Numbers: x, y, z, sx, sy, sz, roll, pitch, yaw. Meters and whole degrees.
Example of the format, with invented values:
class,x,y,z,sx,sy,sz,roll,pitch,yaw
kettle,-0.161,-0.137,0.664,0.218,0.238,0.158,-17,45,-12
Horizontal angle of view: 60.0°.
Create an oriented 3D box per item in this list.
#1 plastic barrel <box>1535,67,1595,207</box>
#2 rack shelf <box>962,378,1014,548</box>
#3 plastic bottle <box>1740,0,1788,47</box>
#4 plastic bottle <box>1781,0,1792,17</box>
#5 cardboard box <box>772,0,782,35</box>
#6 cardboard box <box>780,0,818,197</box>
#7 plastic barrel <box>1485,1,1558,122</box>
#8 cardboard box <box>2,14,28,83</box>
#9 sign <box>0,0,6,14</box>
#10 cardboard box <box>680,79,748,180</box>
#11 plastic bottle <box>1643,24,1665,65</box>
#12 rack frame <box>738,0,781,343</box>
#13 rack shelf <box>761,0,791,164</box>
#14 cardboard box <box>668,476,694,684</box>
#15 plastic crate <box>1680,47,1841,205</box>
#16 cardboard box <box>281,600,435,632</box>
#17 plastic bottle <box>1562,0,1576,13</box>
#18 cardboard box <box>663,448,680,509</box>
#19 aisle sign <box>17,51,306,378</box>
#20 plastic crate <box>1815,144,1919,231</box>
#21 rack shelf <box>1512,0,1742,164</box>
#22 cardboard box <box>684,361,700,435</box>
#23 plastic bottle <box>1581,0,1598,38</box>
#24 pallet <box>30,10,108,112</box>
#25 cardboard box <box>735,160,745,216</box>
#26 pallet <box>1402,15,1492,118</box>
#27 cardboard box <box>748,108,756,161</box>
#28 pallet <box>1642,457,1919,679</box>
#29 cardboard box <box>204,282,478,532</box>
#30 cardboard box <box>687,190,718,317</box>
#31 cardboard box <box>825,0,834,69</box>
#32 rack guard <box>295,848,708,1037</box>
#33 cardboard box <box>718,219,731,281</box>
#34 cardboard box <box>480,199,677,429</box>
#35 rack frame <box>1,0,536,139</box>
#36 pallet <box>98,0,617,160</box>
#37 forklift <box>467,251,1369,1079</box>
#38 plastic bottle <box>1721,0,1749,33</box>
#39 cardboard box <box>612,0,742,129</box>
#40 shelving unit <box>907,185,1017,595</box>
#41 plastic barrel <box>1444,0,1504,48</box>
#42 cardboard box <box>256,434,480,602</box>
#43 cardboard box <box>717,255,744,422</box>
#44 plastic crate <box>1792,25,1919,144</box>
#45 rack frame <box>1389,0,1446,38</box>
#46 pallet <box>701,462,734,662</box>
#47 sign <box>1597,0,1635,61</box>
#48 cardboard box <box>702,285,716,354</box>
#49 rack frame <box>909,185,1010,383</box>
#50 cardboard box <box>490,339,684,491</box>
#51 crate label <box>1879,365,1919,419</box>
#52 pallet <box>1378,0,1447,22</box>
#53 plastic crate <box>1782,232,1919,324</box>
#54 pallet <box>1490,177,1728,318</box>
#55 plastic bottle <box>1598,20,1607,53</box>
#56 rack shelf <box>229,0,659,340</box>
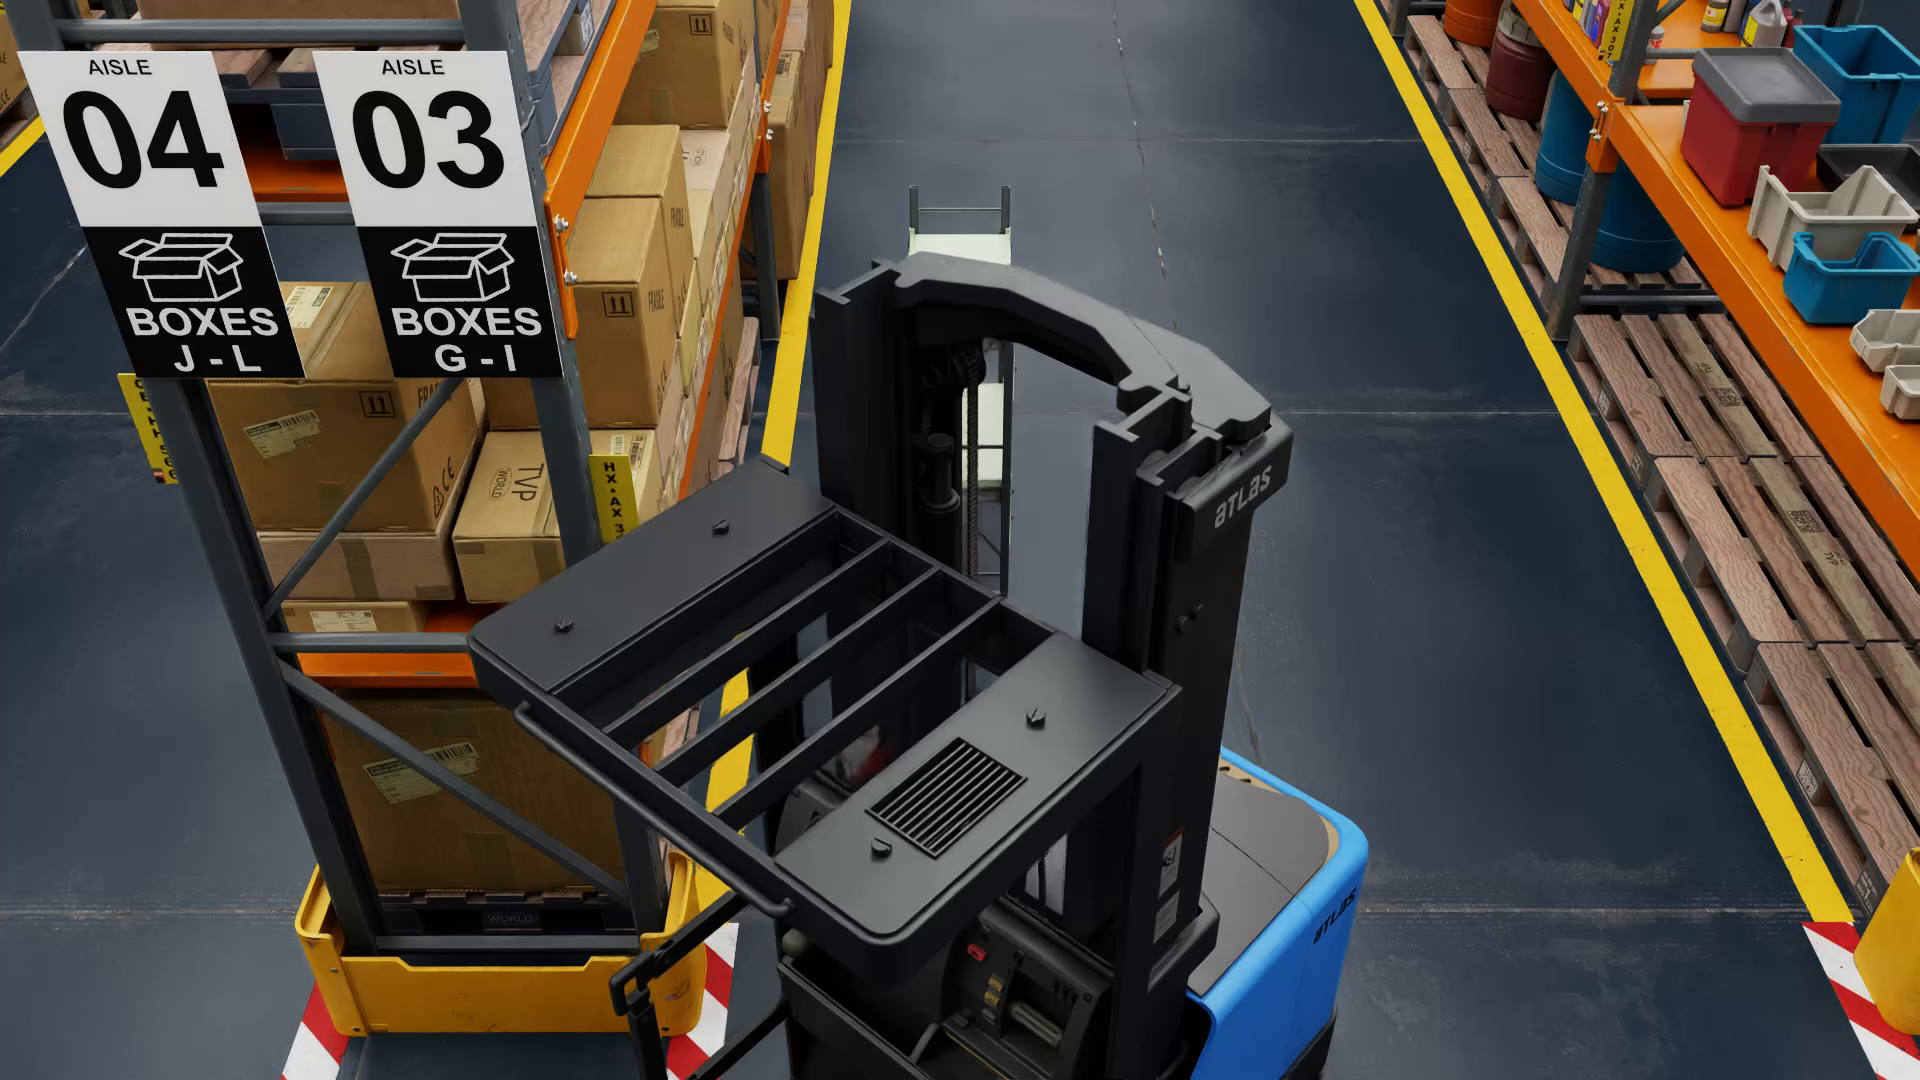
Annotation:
class,x,y,z,sx,sy,sz,roll,pitch,yaw
plastic barrel,3.543,-2.349,9.125,0.600,0.901,0.708,0,39,0
rack shelf,0.000,-0.335,6.990,0.431,0.370,0.720,0,39,0
plastic bottle,3.851,-2.448,7.945,0.144,0.351,0.185,0,39,0
plastic bottle,3.954,-2.489,8.050,0.061,0.283,0.133,0,39,0
cardboard box,-1.177,-2.859,8.339,0.500,0.500,0.500,0,39,0
cardboard box,-1.448,-2.512,9.349,1.225,0.875,0.875,-1,39,-2
plastic barrel,3.542,-2.934,10.104,0.600,0.588,0.708,0,39,0
cardboard box,-6.131,-3.231,10.547,0.500,0.500,0.500,1,39,2
sign,-1.963,-1.210,3.318,0.100,0.325,0.005,0,39,0
cardboard box,-1.159,-1.676,6.825,0.500,0.250,0.500,1,39,1
plastic bottle,3.329,-2.402,8.007,0.097,0.201,0.097,0,39,0
rack frame,-1.425,-2.218,7.619,1.000,3.000,0.127,0,39,0
rack shelf,-1.427,-3.188,9.405,1.077,0.370,4.000,0,39,0
cardboard box,-1.502,-0.020,6.240,0.875,0.875,0.875,0,39,0
plastic crate,3.278,-1.711,6.888,0.402,0.464,0.583,0,39,0
cardboard box,-1.750,0.159,4.854,0.380,0.149,0.250,1,39,1
plastic bottle,3.199,-2.892,8.500,0.144,0.351,0.185,0,39,0
cardboard box,-1.093,-0.161,5.253,0.380,0.149,0.250,-1,39,-1
aisle sign,-1.720,-0.686,3.628,0.394,0.787,0.004,0,39,0
plastic crate,3.798,-1.438,6.817,0.437,0.125,0.590,0,39,0
rack shelf,3.526,-3.191,9.409,1.077,0.370,4.000,0,39,0
cardboard box,-1.094,-0.483,5.655,0.380,0.149,0.250,-1,39,-1
plastic bottle,3.204,-2.648,8.254,0.152,0.276,0.135,0,39,0
pallet,-6.390,-3.202,11.077,1.003,0.211,1.213,0,39,0
cardboard box,-1.096,-1.447,6.858,0.380,0.149,0.250,1,39,1
pallet,3.566,-3.142,11.002,1.003,0.211,1.213,0,39,0
cardboard box,-1.097,-1.768,7.258,0.380,0.149,0.250,1,39,1
pallet,3.572,0.091,6.967,1.003,0.211,1.213,0,39,0
cardboard box,-1.684,-0.371,4.597,0.500,0.500,0.500,0,39,1
cardboard box,-1.161,-1.040,6.031,0.500,0.250,0.500,-1,39,-1
cardboard box,-1.450,-3.622,10.735,1.225,0.875,0.875,-2,39,-2
rack guard,-1.420,1.274,5.260,1.175,0.500,0.348,0,39,0
cardboard box,-1.095,-1.126,6.457,0.380,0.149,0.250,-1,39,-1
cardboard box,-1.152,-0.680,4.982,0.500,0.500,0.500,-1,39,-1
rack frame,-1.421,-2.057,2.621,1.000,3.000,0.127,0,39,0
pallet,-1.432,-1.316,4.166,1.003,0.211,1.213,0,39,0
forklift,-0.215,0.982,3.680,1.130,2.935,3.031,29,47,31
plastic bottle,3.908,-2.692,8.309,0.152,0.276,0.135,0,39,0
cardboard box,-1.161,-1.967,6.589,0.500,0.500,0.500,0,39,0
shelving unit,0.000,-0.589,6.786,0.431,1.500,0.755,0,39,0
plastic barrel,3.541,-3.734,10.910,0.600,0.830,0.708,0,39,0
cardboard box,-1.686,-0.077,4.829,0.500,0.250,0.500,-1,39,-1
cardboard box,-1.504,-1.140,7.637,0.875,0.875,0.875,0,39,0
plastic crate,3.869,-1.947,7.246,0.392,0.384,0.575,0,39,0
rack frame,3.523,-4.723,10.745,1.000,3.000,0.127,0,39,0
pallet,-1.498,0.111,6.943,1.003,0.211,1.213,0,39,0
sign,2.978,-2.330,7.538,0.100,0.325,0.005,0,39,0
cardboard box,-1.094,-0.803,6.054,0.380,0.149,0.250,-1,39,-1
rack frame,0.000,-0.818,7.072,0.400,1.500,0.023,0,39,0
cardboard box,-1.158,-0.399,5.232,0.500,0.250,0.500,0,39,-1
crate label,3.340,-0.506,5.645,0.396,0.136,0.243,0,39,0
pallet,3.561,-4.119,12.221,1.003,0.211,1.213,0,39,0
plastic crate,3.274,-0.962,6.138,0.416,0.233,0.300,0,39,0
pallet,3.569,-1.616,9.098,1.003,0.211,1.213,0,39,0
plastic bottle,3.177,-2.463,8.083,0.097,0.201,0.097,0,39,0
rack shelf,-1.423,-1.857,5.345,1.077,0.370,4.000,0,39,0
